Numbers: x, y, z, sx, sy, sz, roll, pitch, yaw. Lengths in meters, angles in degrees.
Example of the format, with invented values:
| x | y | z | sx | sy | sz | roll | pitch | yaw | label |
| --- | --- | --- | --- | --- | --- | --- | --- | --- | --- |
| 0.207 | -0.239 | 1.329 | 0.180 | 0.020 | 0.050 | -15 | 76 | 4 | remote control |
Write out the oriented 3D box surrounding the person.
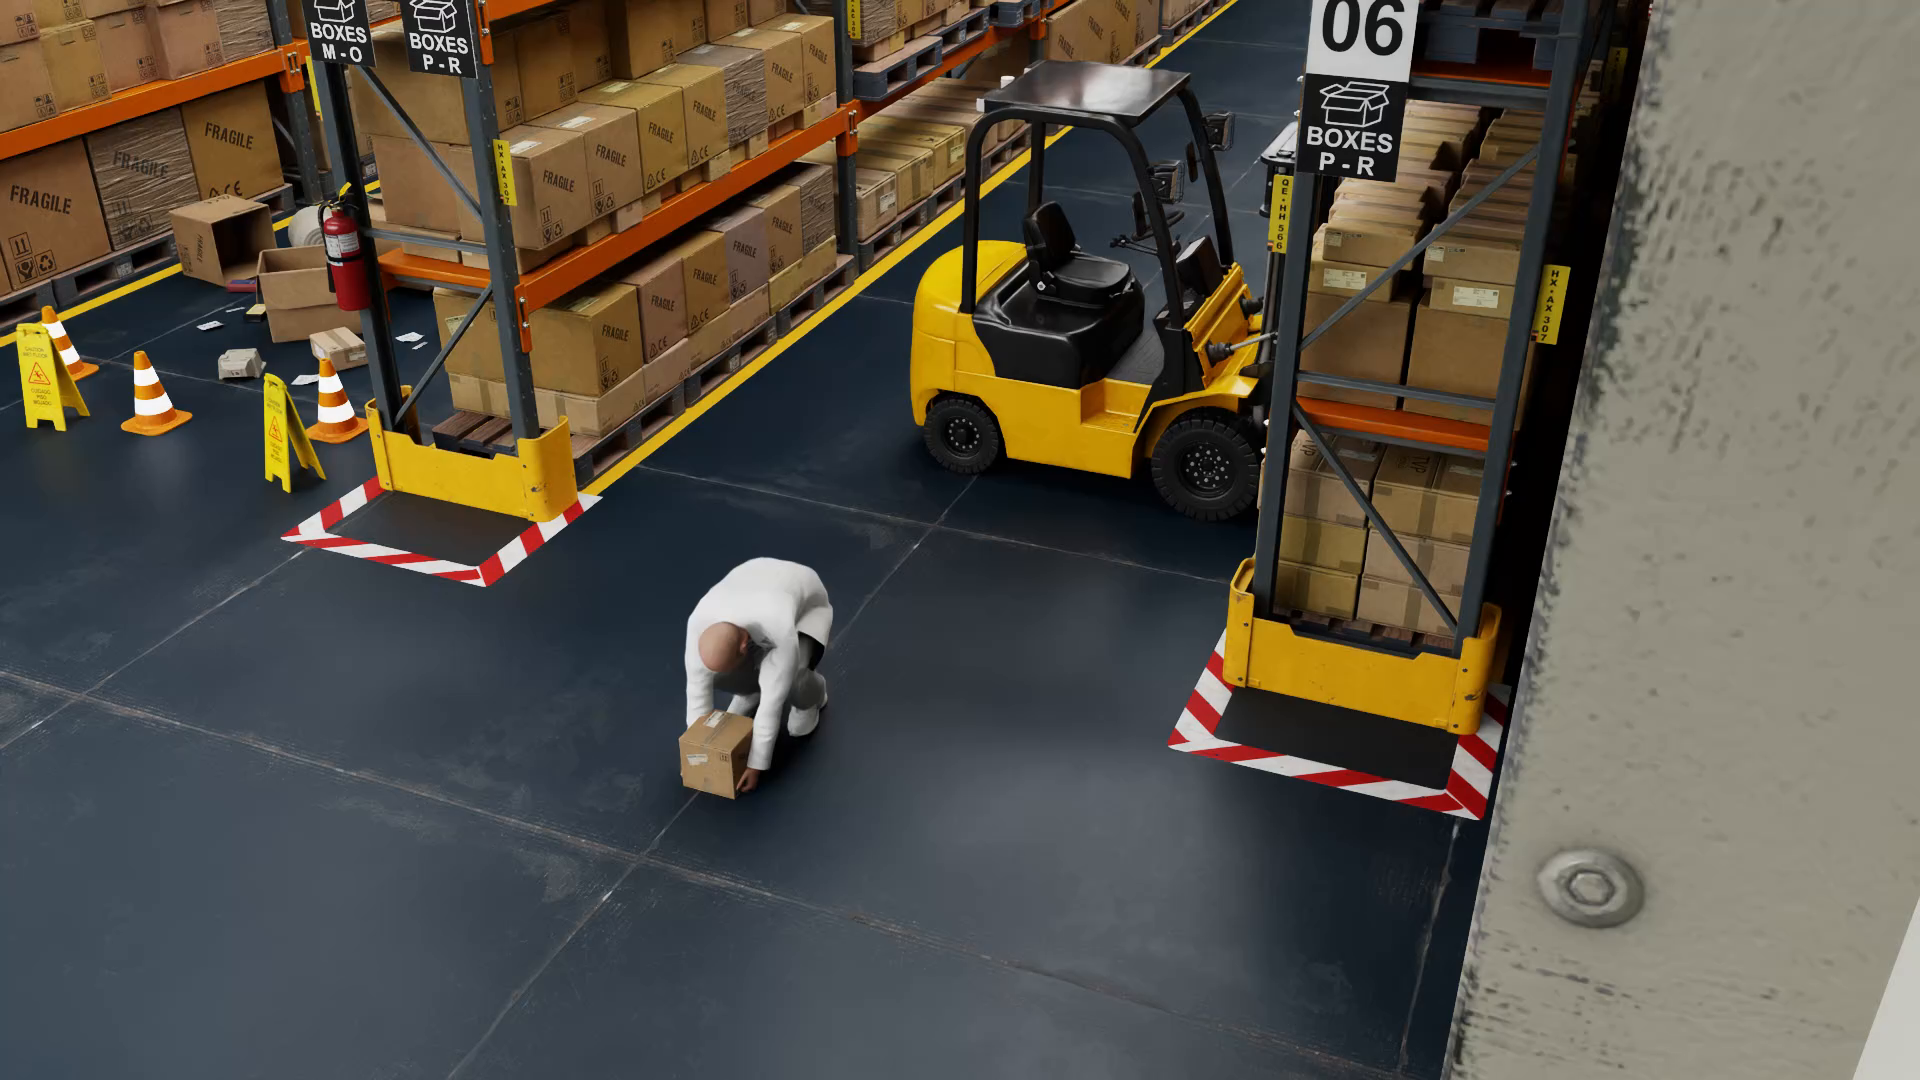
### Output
| x | y | z | sx | sy | sz | roll | pitch | yaw | label |
| --- | --- | --- | --- | --- | --- | --- | --- | --- | --- |
| -0.883 | 0.522 | 7.246 | 0.576 | 0.806 | 0.947 | 10 | 31 | 18 | person |
